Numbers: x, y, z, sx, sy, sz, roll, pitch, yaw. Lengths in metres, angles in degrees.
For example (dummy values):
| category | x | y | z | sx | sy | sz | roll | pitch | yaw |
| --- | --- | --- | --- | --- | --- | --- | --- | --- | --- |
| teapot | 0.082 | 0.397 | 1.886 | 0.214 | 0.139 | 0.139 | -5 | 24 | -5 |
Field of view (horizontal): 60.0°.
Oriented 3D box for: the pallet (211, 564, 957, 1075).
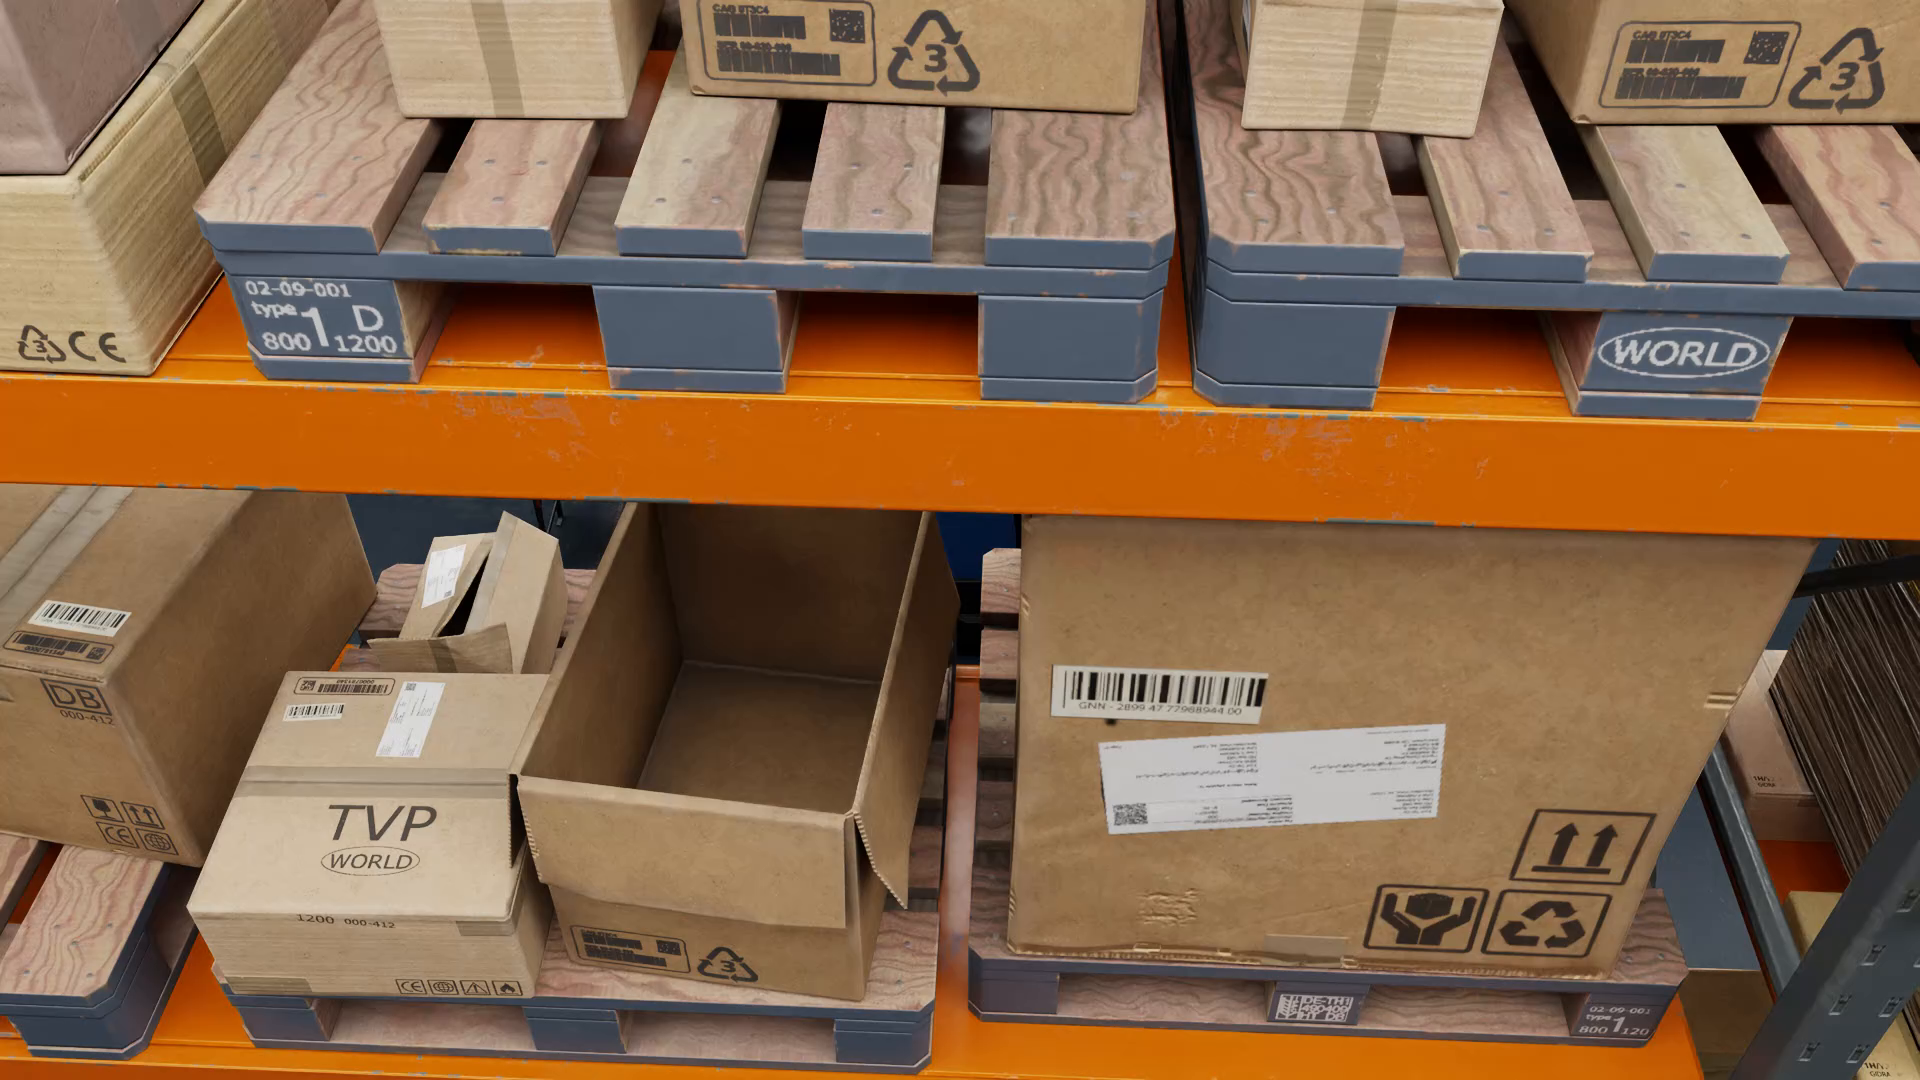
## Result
| category | x | y | z | sx | sy | sz | roll | pitch | yaw |
| --- | --- | --- | --- | --- | --- | --- | --- | --- | --- |
| pallet | -0.626 | 0.484 | 3.170 | 1.213 | 0.211 | 1.003 | 2 | 43 | 2 |

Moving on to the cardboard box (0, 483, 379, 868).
| category | x | y | z | sx | sy | sz | roll | pitch | yaw |
| --- | --- | --- | --- | --- | --- | --- | --- | --- | --- |
| cardboard box | -1.502 | 0.129 | 3.029 | 0.500 | 0.500 | 0.700 | 8 | 44 | 8 |

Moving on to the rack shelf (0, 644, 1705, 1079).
| category | x | y | z | sx | sy | sz | roll | pitch | yaw |
| --- | --- | --- | --- | --- | --- | --- | --- | --- | --- |
| rack shelf | -0.608 | 0.706 | 3.319 | 4.000 | 0.370 | 1.077 | 2 | 43 | 2 |

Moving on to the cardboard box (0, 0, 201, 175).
| category | x | y | z | sx | sy | sz | roll | pitch | yaw |
| --- | --- | --- | --- | --- | --- | --- | --- | --- | --- |
| cardboard box | -1.138 | -0.718 | 1.679 | 0.500 | 0.500 | 0.500 | 1 | 43 | 1 |

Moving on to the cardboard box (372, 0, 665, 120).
| category | x | y | z | sx | sy | sz | roll | pitch | yaw |
| --- | --- | --- | --- | --- | --- | --- | --- | --- | --- |
| cardboard box | -0.487 | -0.651 | 1.911 | 0.250 | 0.166 | 0.380 | 1 | 43 | 1 |

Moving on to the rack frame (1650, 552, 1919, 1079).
| category | x | y | z | sx | sy | sz | roll | pitch | yaw |
| --- | --- | --- | --- | --- | --- | --- | --- | --- | --- |
| rack frame | 1.390 | 0.504 | 3.008 | 0.127 | 3.000 | 1.000 | 2 | 43 | 2 |

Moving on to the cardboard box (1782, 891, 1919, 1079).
| category | x | y | z | sx | sy | sz | roll | pitch | yaw |
| --- | --- | --- | --- | --- | --- | --- | --- | --- | --- |
| cardboard box | 1.591 | 0.807 | 2.867 | 0.250 | 0.149 | 0.380 | 2 | 43 | 2 |

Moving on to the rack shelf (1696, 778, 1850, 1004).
| category | x | y | z | sx | sy | sz | roll | pitch | yaw |
| --- | --- | --- | --- | --- | --- | --- | --- | --- | --- |
| rack shelf | 3.388 | 0.829 | 3.188 | 4.000 | 0.370 | 1.077 | 2 | 43 | 2 |

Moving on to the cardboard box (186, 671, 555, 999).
| category | x | y | z | sx | sy | sz | roll | pitch | yaw |
| --- | --- | --- | --- | --- | --- | --- | --- | --- | --- |
| cardboard box | -0.942 | 0.490 | 2.825 | 0.500 | 0.250 | 0.500 | 1 | 43 | 1 |

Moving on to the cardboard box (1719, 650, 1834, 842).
| category | x | y | z | sx | sy | sz | roll | pitch | yaw |
| --- | --- | --- | --- | --- | --- | --- | --- | --- | --- |
| cardboard box | 1.618 | 0.402 | 3.302 | 0.250 | 0.149 | 0.380 | 2 | 43 | 2 |

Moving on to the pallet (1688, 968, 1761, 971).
| category | x | y | z | sx | sy | sz | roll | pitch | yaw |
| --- | --- | --- | --- | --- | --- | --- | --- | --- | --- |
| pallet | 2.063 | 1.521 | 3.963 | 1.213 | 0.211 | 1.003 | 2 | 43 | 2 |

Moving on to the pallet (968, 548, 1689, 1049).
| category | x | y | z | sx | sy | sz | roll | pitch | yaw |
| --- | --- | --- | --- | --- | --- | --- | --- | --- | --- |
| pallet | 0.633 | 0.452 | 3.205 | 1.213 | 0.211 | 1.003 | 2 | 43 | 2 |

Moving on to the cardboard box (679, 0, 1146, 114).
| category | x | y | z | sx | sy | sz | roll | pitch | yaw |
| --- | --- | --- | --- | --- | --- | --- | --- | --- | --- |
| cardboard box | -0.016 | -0.895 | 1.926 | 0.637 | 0.503 | 0.797 | 3 | 43 | 4 |

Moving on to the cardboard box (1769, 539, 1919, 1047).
| category | x | y | z | sx | sy | sz | roll | pitch | yaw |
| --- | --- | --- | --- | --- | --- | --- | --- | --- | --- |
| cardboard box | 1.837 | 0.414 | 2.813 | 0.500 | 0.500 | 0.875 | 2 | 43 | 2 |

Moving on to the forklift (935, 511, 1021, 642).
| category | x | y | z | sx | sy | sz | roll | pitch | yaw |
| --- | --- | --- | --- | --- | --- | --- | --- | --- | --- |
| forklift | 0.625 | -1.072 | 4.750 | 3.031 | 2.935 | 1.130 | 0 | 43 | 0 |

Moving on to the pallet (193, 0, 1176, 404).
| category | x | y | z | sx | sy | sz | roll | pitch | yaw |
| --- | --- | --- | --- | --- | --- | --- | --- | --- | --- |
| pallet | -0.258 | -0.646 | 2.180 | 1.003 | 0.211 | 1.213 | 2 | 43 | 2 |

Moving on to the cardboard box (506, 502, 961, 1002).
| category | x | y | z | sx | sy | sz | roll | pitch | yaw |
| --- | --- | --- | --- | --- | --- | --- | --- | --- | --- |
| cardboard box | -0.346 | 0.322 | 2.820 | 0.637 | 0.503 | 0.797 | 6 | 43 | 6 |

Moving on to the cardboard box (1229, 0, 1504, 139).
| category | x | y | z | sx | sy | sz | roll | pitch | yaw |
| --- | --- | --- | --- | --- | --- | --- | --- | --- | --- |
| cardboard box | 0.447 | -0.659 | 1.846 | 0.258 | 0.266 | 0.396 | 3 | 43 | 3 |

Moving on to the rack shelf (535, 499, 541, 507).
| category | x | y | z | sx | sy | sz | roll | pitch | yaw |
| --- | --- | --- | --- | --- | --- | --- | --- | --- | --- |
| rack shelf | -1.155 | -0.247 | 5.525 | 0.480 | 0.148 | 0.258 | 0 | 43 | 0 |

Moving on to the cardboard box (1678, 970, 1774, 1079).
| category | x | y | z | sx | sy | sz | roll | pitch | yaw |
| --- | --- | --- | --- | --- | --- | --- | --- | --- | --- |
| cardboard box | 1.788 | 1.304 | 3.675 | 0.500 | 0.500 | 0.500 | 1 | 43 | 1 |

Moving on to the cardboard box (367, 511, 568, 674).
| category | x | y | z | sx | sy | sz | roll | pitch | yaw |
| --- | --- | --- | --- | --- | --- | --- | --- | --- | --- |
| cardboard box | -0.928 | 0.144 | 3.185 | 0.258 | 0.266 | 0.396 | 1 | 43 | 1 |

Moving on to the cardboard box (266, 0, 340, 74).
| category | x | y | z | sx | sy | sz | roll | pitch | yaw |
| --- | --- | --- | --- | --- | --- | --- | --- | --- | --- |
| cardboard box | -1.122 | -0.791 | 2.307 | 0.500 | 0.250 | 0.500 | 3 | 43 | 3 |

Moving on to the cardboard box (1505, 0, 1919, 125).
| category | x | y | z | sx | sy | sz | roll | pitch | yaw |
| --- | --- | --- | --- | --- | --- | --- | --- | --- | --- |
| cardboard box | 0.925 | -0.867 | 1.895 | 0.637 | 0.503 | 0.797 | 0 | 43 | 0 |

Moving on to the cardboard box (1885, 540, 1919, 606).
| category | x | y | z | sx | sy | sz | roll | pitch | yaw |
| --- | --- | --- | --- | --- | --- | --- | --- | --- | --- |
| cardboard box | 1.852 | -0.181 | 2.718 | 0.500 | 0.500 | 0.500 | 2 | 43 | 2 |

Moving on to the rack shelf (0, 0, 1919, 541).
| category | x | y | z | sx | sy | sz | roll | pitch | yaw |
| --- | --- | --- | --- | --- | --- | --- | --- | --- | --- |
| rack shelf | -0.608 | -0.392 | 2.297 | 4.000 | 0.370 | 1.077 | 2 | 43 | 2 |

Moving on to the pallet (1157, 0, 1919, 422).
| category | x | y | z | sx | sy | sz | roll | pitch | yaw |
| --- | --- | --- | --- | --- | --- | --- | --- | --- | --- |
| pallet | 0.778 | -0.616 | 2.148 | 1.003 | 0.211 | 1.213 | 2 | 43 | 2 |

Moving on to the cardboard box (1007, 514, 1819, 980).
| category | x | y | z | sx | sy | sz | roll | pitch | yaw |
| --- | --- | --- | --- | --- | --- | --- | --- | --- | --- |
| cardboard box | 0.603 | 0.011 | 2.789 | 1.000 | 1.000 | 1.000 | 2 | 43 | 2 |

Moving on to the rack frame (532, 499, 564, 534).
| category | x | y | z | sx | sy | sz | roll | pitch | yaw |
| --- | --- | --- | --- | --- | --- | --- | --- | --- | --- |
| rack frame | -1.399 | -0.442 | 5.344 | 0.015 | 1.200 | 0.240 | 0 | 43 | 0 |

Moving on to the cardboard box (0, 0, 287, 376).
| category | x | y | z | sx | sy | sz | roll | pitch | yaw |
| --- | --- | --- | --- | --- | --- | --- | --- | --- | --- |
| cardboard box | -1.121 | -0.448 | 1.940 | 0.500 | 0.250 | 0.500 | 3 | 43 | 3 |

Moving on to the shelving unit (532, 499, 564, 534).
| category | x | y | z | sx | sy | sz | roll | pitch | yaw |
| --- | --- | --- | --- | --- | --- | --- | --- | --- | --- |
| shelving unit | -1.155 | -0.441 | 5.344 | 0.503 | 1.200 | 0.258 | 0 | 43 | 0 |

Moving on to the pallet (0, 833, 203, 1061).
| category | x | y | z | sx | sy | sz | roll | pitch | yaw |
| --- | --- | --- | --- | --- | --- | --- | --- | --- | --- |
| pallet | -1.889 | 0.401 | 3.260 | 1.003 | 0.211 | 1.213 | 2 | 43 | 2 |
